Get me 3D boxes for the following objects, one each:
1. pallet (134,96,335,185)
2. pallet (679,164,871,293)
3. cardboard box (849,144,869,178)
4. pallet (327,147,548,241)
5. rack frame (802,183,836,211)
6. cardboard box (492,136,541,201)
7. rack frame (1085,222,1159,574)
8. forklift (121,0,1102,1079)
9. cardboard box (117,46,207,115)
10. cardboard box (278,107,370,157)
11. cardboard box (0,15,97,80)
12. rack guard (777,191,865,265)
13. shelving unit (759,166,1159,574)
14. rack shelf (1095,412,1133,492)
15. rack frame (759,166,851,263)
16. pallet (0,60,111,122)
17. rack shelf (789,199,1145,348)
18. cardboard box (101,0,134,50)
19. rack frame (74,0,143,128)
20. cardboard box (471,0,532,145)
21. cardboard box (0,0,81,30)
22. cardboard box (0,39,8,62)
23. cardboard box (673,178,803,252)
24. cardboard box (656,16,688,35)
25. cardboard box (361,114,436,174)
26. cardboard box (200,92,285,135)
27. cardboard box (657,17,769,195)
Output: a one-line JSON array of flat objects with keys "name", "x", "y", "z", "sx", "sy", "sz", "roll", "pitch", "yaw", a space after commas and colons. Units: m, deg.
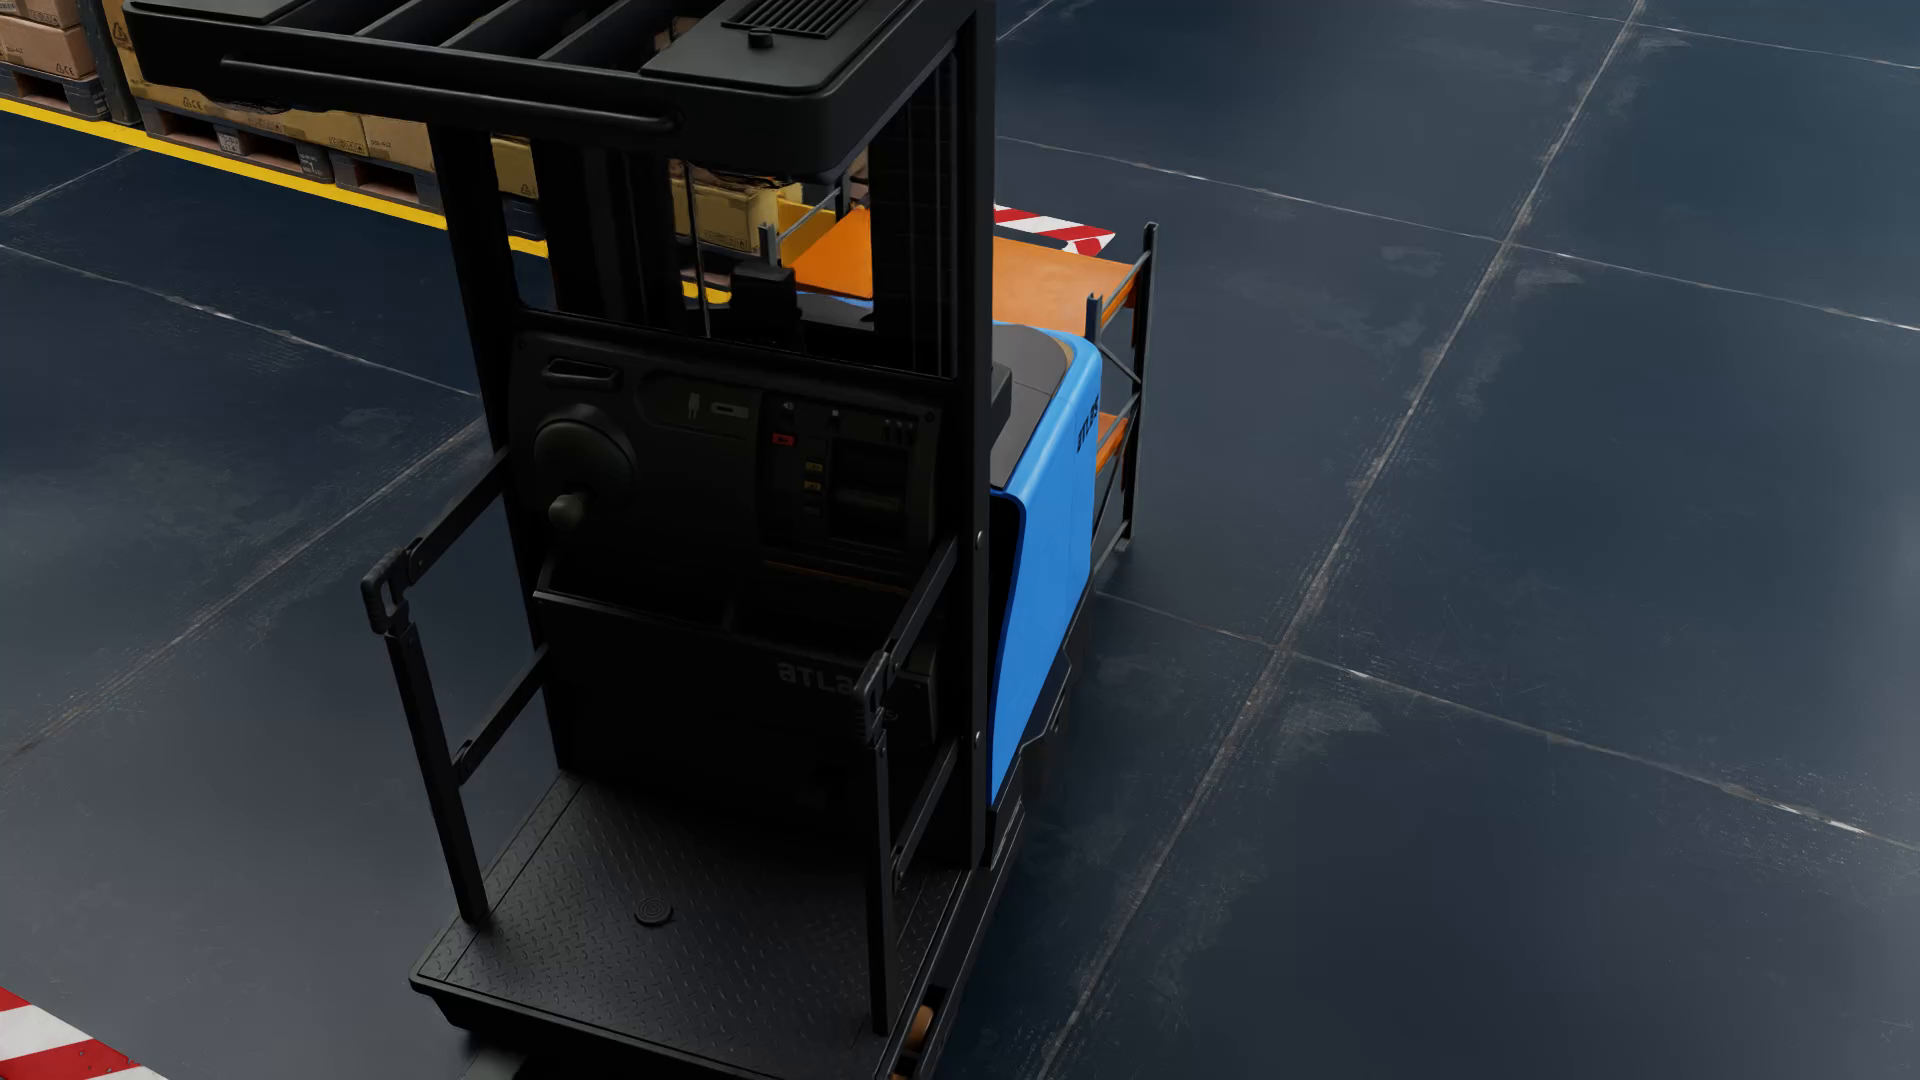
[{"name": "pallet", "x": -3.192, "y": -2.141, "z": 8.123, "sx": 1.213, "sy": 0.211, "sz": 1.003, "roll": 17, "pitch": 41, "yaw": 21}, {"name": "pallet", "x": -1.025, "y": -1.463, "z": 7.229, "sx": 1.213, "sy": 0.211, "sz": 1.003, "roll": 17, "pitch": 41, "yaw": 21}, {"name": "cardboard box", "x": -0.701, "y": -1.724, "z": 7.194, "sx": 0.500, "sy": 0.250, "sz": 0.500, "roll": 17, "pitch": 41, "yaw": 21}, {"name": "pallet", "x": -2.105, "y": -1.803, "z": 7.677, "sx": 1.213, "sy": 0.211, "sz": 1.003, "roll": 17, "pitch": 41, "yaw": 21}, {"name": "rack frame", "x": -0.327, "y": -2.383, "z": 6.135, "sx": 0.127, "sy": 3.000, "sz": 1.000, "roll": 17, "pitch": 41, "yaw": 21}, {"name": "cardboard box", "x": -1.833, "y": -1.716, "z": 7.184, "sx": 0.500, "sy": 0.250, "sz": 0.500, "roll": 17, "pitch": 41, "yaw": 21}, {"name": "rack frame", "x": 0.459, "y": -0.336, "z": 4.989, "sx": 0.032, "sy": 1.125, "sz": 0.500, "roll": 16, "pitch": 40, "yaw": 20}, {"name": "forklift", "x": -0.549, "y": -0.098, "z": 3.182, "sx": 1.130, "sy": 2.935, "sz": 3.031, "roll": 11, "pitch": 39, "yaw": 14}, {"name": "cardboard box", "x": -3.607, "y": -2.276, "z": 7.921, "sx": 0.500, "sy": 0.250, "sz": 0.500, "roll": 17, "pitch": 41, "yaw": 21}, {"name": "cardboard box", "x": -2.723, "y": -1.992, "z": 7.547, "sx": 0.500, "sy": 0.250, "sz": 0.500, "roll": 17, "pitch": 41, "yaw": 21}, {"name": "cardboard box", "x": -4.380, "y": -2.527, "z": 8.252, "sx": 0.500, "sy": 0.250, "sz": 0.500, "roll": 17, "pitch": 40, "yaw": 21}, {"name": "rack guard", "x": -0.306, "y": -1.381, "z": 6.882, "sx": 0.348, "sy": 0.500, "sz": 1.175, "roll": 17, "pitch": 41, "yaw": 21}, {"name": "shelving unit", "x": -0.003, "y": -0.465, "z": 5.159, "sx": 1.048, "sy": 1.125, "sz": 0.538, "roll": 16, "pitch": 40, "yaw": 20}, {"name": "rack shelf", "x": -0.003, "y": -0.270, "z": 5.307, "sx": 1.000, "sy": 0.278, "sz": 0.538, "roll": 16, "pitch": 40, "yaw": 20}, {"name": "rack frame", "x": -0.464, "y": -0.594, "z": 5.329, "sx": 0.032, "sy": 1.125, "sz": 0.500, "roll": 16, "pitch": 40, "yaw": 20}, {"name": "pallet", "x": -4.551, "y": -2.569, "z": 8.686, "sx": 1.213, "sy": 0.211, "sz": 1.003, "roll": 17, "pitch": 41, "yaw": 21}, {"name": "rack shelf", "x": -0.003, "y": -0.698, "z": 4.982, "sx": 1.000, "sy": 0.278, "sz": 0.538, "roll": 16, "pitch": 40, "yaw": 20}, {"name": "cardboard box", "x": -3.611, "y": -2.569, "z": 7.687, "sx": 0.500, "sy": 0.500, "sz": 0.500, "roll": 17, "pitch": 41, "yaw": 21}, {"name": "rack frame", "x": -3.879, "y": -3.495, "z": 7.601, "sx": 0.127, "sy": 3.000, "sz": 1.000, "roll": 17, "pitch": 41, "yaw": 21}, {"name": "cardboard box", "x": -1.835, "y": -2.013, "z": 6.955, "sx": 0.500, "sy": 0.500, "sz": 0.500, "roll": 17, "pitch": 41, "yaw": 21}, {"name": "cardboard box", "x": -4.370, "y": -2.749, "z": 8.081, "sx": 0.500, "sy": 0.311, "sz": 0.500, "roll": 17, "pitch": 41, "yaw": 21}, {"name": "cardboard box", "x": -4.829, "y": -2.669, "z": 8.438, "sx": 0.500, "sy": 0.250, "sz": 0.500, "roll": 17, "pitch": 40, "yaw": 21}, {"name": "cardboard box", "x": -0.939, "y": -1.446, "z": 6.827, "sx": 0.500, "sy": 0.250, "sz": 0.500, "roll": 17, "pitch": 41, "yaw": 21}, {"name": "cardboard box", "x": -1.146, "y": -2.160, "z": 7.149, "sx": 0.500, "sy": 0.500, "sz": 0.500, "roll": 17, "pitch": 41, "yaw": 21}, {"name": "cardboard box", "x": -2.277, "y": -1.856, "z": 7.368, "sx": 0.500, "sy": 0.250, "sz": 0.500, "roll": 17, "pitch": 41, "yaw": 21}, {"name": "cardboard box", "x": -3.165, "y": -2.134, "z": 7.734, "sx": 0.500, "sy": 0.250, "sz": 0.500, "roll": 17, "pitch": 41, "yaw": 21}, {"name": "cardboard box", "x": -0.940, "y": -1.743, "z": 6.599, "sx": 0.500, "sy": 0.500, "sz": 0.500, "roll": 17, "pitch": 41, "yaw": 21}]
